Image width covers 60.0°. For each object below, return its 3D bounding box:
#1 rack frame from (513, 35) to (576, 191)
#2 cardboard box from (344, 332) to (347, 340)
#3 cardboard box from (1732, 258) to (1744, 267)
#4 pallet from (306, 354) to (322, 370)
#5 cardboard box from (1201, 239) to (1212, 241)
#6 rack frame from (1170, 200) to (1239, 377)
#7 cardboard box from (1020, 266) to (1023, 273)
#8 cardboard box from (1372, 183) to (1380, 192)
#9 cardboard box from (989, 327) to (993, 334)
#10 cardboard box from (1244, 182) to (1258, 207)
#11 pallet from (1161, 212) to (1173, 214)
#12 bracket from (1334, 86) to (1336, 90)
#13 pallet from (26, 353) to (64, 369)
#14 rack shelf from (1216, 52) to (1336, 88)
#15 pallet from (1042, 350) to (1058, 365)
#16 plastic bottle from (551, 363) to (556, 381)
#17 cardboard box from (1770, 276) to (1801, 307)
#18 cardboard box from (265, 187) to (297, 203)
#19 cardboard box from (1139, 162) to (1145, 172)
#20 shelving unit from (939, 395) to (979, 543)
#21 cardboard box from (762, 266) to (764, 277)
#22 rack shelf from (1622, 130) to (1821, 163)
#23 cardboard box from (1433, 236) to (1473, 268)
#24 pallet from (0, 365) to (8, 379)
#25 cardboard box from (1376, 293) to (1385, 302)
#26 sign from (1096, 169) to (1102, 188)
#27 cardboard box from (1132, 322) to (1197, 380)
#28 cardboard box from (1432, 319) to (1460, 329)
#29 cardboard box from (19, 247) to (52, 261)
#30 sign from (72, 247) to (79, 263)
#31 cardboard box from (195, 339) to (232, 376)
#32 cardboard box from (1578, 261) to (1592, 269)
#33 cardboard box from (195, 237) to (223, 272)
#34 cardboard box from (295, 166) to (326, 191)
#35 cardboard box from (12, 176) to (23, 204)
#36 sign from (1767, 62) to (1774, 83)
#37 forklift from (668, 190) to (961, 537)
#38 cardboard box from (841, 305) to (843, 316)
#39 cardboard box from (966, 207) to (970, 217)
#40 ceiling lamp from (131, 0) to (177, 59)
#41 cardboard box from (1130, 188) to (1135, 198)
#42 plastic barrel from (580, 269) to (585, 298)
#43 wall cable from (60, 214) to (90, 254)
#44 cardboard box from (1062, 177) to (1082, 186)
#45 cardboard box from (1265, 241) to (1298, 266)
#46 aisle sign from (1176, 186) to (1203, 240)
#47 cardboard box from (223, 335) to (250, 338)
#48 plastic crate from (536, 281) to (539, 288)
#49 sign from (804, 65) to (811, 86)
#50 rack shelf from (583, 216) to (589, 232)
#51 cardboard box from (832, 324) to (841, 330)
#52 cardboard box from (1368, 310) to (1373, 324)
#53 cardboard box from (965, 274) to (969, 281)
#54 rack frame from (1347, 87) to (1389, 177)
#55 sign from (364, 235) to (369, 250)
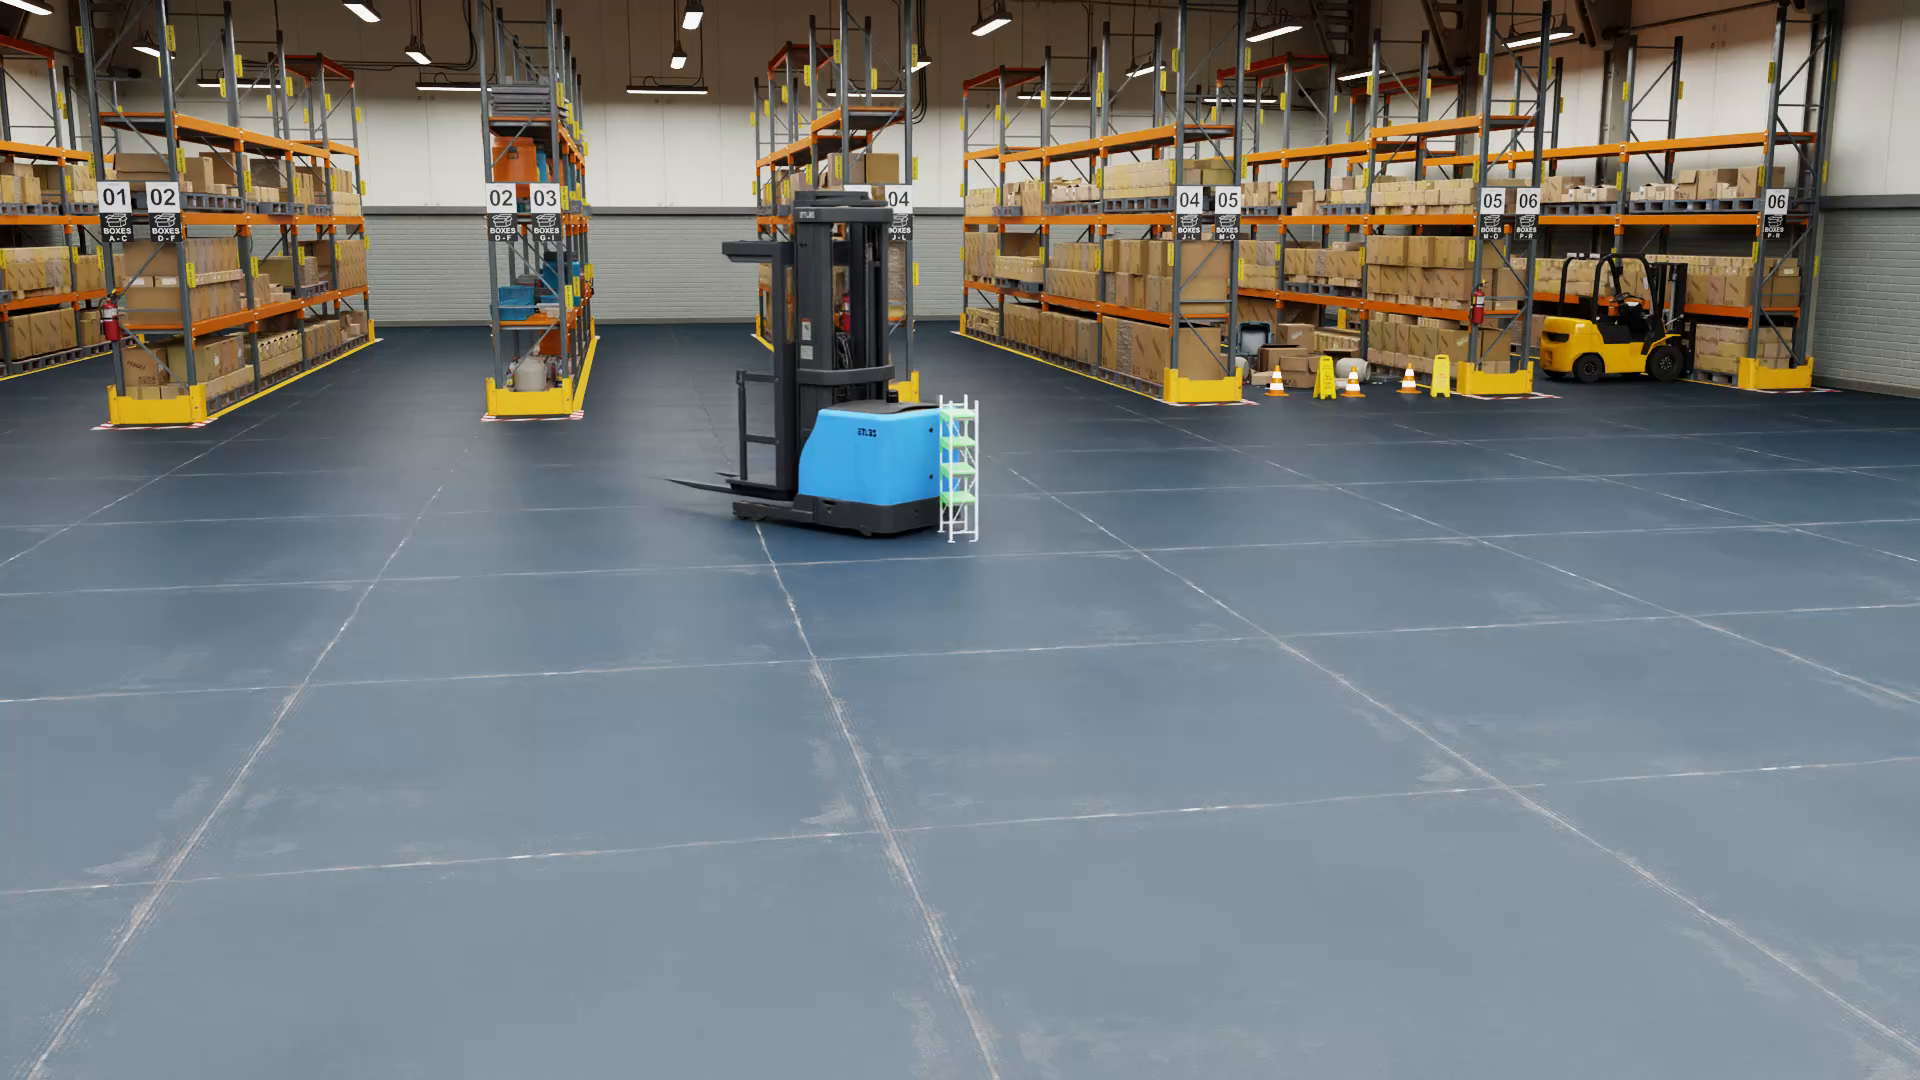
[{"bbox_3d":[-7.603,-7.679,30.476,1.000,3.000,0.127,-2,11,-11],"label":"rack frame"},{"bbox_3d":[-13.288,-4.354,35.450,0.380,0.166,0.250,-2,11,-11],"label":"cardboard box"},{"bbox_3d":[13.045,-4.603,27.559,0.380,0.149,0.250,-2,11,-11],"label":"cardboard box"},{"bbox_3d":[-12.571,-3.321,31.082,1.003,0.211,1.213,-2,11,-11],"label":"pallet"},{"bbox_3d":[5.835,-6.623,38.031,0.500,0.500,0.500,-2,11,-11],"label":"cardboard box"},{"bbox_3d":[3.696,-3.607,25.125,1.000,3.000,0.127,-2,11,-11],"label":"rack frame"},{"bbox_3d":[1.442,-5.520,33.930,0.380,0.149,0.250,-2,11,-11],"label":"cardboard box"},{"bbox_3d":[7.495,-6.211,29.325,0.380,0.149,0.250,-2,11,-12],"label":"cardboard box"},{"bbox_3d":[0.868,-4.770,37.737,0.380,0.149,0.250,-2,11,-13],"label":"cardboard box"},{"bbox_3d":[6.348,-7.314,35.191,0.500,0.500,0.500,-2,11,-10],"label":"cardboard box"},{"bbox_3d":[5.574,-8.034,40.601,1.003,0.211,1.213,-2,11,-11],"label":"pallet"},{"bbox_3d":[10.219,-12.227,44.743,0.235,0.232,0.430,-2,11,-11],"label":"bracket"},{"bbox_3d":[-17.635,-3.373,31.352,1.003,0.211,1.213,-2,11,-11],"label":"pallet"},{"bbox_3d":[6.587,-9.866,35.000,1.077,0.370,4.000,-2,11,-11],"label":"rack shelf"},{"bbox_3d":[2.219,-3.557,32.321,1.003,0.211,1.213,-2,11,-11],"label":"pallet"},{"bbox_3d":[-6.394,-2.644,26.156,0.061,0.283,0.133,-2,11,-11],"label":"plastic bottle"},{"bbox_3d":[13.576,-4.137,27.641,0.500,0.500,0.500,-2,11,-9],"label":"cardboard box"},{"bbox_3d":[-12.581,-6.154,30.219,0.910,0.500,0.500,-2,11,-11],"label":"cardboard box"},{"bbox_3d":[3.050,-5.887,26.230,0.380,0.149,0.250,-2,11,-12],"label":"cardboard box"},{"bbox_3d":[-0.012,-0.616,14.224,0.258,1.200,0.503,-2,11,-10],"label":"shelving unit"},{"bbox_3d":[-4.271,-6.167,38.180,0.500,0.250,0.500,-2,11,-13],"label":"cardboard box"},{"bbox_3d":[13.011,-6.751,28.591,1.077,0.370,4.000,-2,11,-11],"label":"rack shelf"},{"bbox_3d":[8.127,-4.671,26.977,0.700,0.500,0.500,-2,11,-10],"label":"cardboard box"},{"bbox_3d":[-17.171,-2.859,28.652,1.003,0.211,1.213,-2,11,-11],"label":"pallet"},{"bbox_3d":[7.600,-4.302,29.448,0.380,0.149,0.250,-2,11,-9],"label":"cardboard box"},{"bbox_3d":[2.387,-6.201,28.508,0.100,0.325,0.005,-2,11,-11],"label":"sign"},{"bbox_3d":[3.326,-3.053,26.773,0.875,0.875,0.875,-2,11,-12],"label":"cardboard box"},{"bbox_3d":[7.983,-3.550,27.318,0.380,0.149,0.250,-2,11,-9],"label":"cardboard box"},{"bbox_3d":[-17.568,-5.415,31.502,0.500,0.250,0.500,-2,11,-10],"label":"cardboard box"},{"bbox_3d":[-17.569,-5.657,33.011,0.100,0.325,0.005,-2,11,-11],"label":"sign"},{"bbox_3d":[-11.082,-2.691,24.539,0.500,0.500,0.500,-2,11,-11],"label":"cardboard box"},{"bbox_3d":[12.092,-5.280,31.911,0.380,0.149,0.250,-2,11,-13],"label":"cardboard box"},{"bbox_3d":[-11.396,-4.240,24.714,0.700,0.500,0.500,-2,11,-11],"label":"cardboard box"},{"bbox_3d":[-13.373,-7.388,34.027,0.700,0.500,0.500,-2,11,-11],"label":"cardboard box"},{"bbox_3d":[-17.830,-6.485,30.780,0.700,0.500,0.500,-2,11,-11],"label":"cardboard box"},{"bbox_3d":[12.865,-7.414,26.375,0.100,0.325,0.005,-2,11,-11],"label":"sign"},{"bbox_3d":[-1.447,-1.672,15.140,3.031,2.935,1.130,9,14,39],"label":"forklift"},{"bbox_3d":[-1.594,-3.456,25.006,0.380,0.149,0.250,-2,11,-11],"label":"cardboard box"},{"bbox_3d":[0.420,-7.850,39.795,0.500,0.250,0.500,-2,11,-9],"label":"cardboard box"},{"bbox_3d":[-15.185,-10.869,31.624,0.800,3.185,2.000,-2,11,-11],"label":"ceiling lamp"},{"bbox_3d":[2.951,-5.588,26.792,0.380,0.149,0.250,-2,11,-10],"label":"cardboard box"},{"bbox_3d":[-7.216,-4.725,30.635,0.600,0.536,0.708,-2,11,-11],"label":"plastic barrel"},{"bbox_3d":[-20.054,-6.539,37.811,0.084,1.984,1.851,-2,11,-11],"label":"wall cable"},{"bbox_3d":[2.231,-7.152,33.412,0.396,0.266,0.258,-2,11,-11],"label":"cardboard box"},{"bbox_3d":[6.619,-5.898,34.222,0.500,0.500,0.500,-2,11,-13],"label":"cardboard box"},{"bbox_3d":[3.415,-4.860,24.756,0.394,0.787,0.004,-2,11,-11],"label":"aisle sign"},{"bbox_3d":[-12.442,-3.387,28.703,0.500,0.311,0.500,-2,11,-13],"label":"cardboard box"},{"bbox_3d":[-7.345,-4.182,28.188,0.392,0.384,0.575,-2,11,-11],"label":"plastic crate"},{"bbox_3d":[-2.510,-7.641,27.354,0.100,0.325,0.005,-2,11,-11],"label":"sign"},{"bbox_3d":[-8.770,-6.953,36.606,1.077,0.370,4.000,-2,11,-11],"label":"rack shelf"},{"bbox_3d":[-2.472,-4.050,30.957,0.500,0.250,0.500,-1,11,-5],"label":"cardboard box"},{"bbox_3d":[10.442,-5.626,41.294,0.700,0.500,0.500,-2,11,-9],"label":"cardboard box"},{"bbox_3d":[0.325,-6.347,40.191,0.380,0.149,0.250,-2,11,-11],"label":"cardboard box"},{"bbox_3d":[10.288,-9.868,41.977,1.000,3.000,0.127,-2,11,-11],"label":"rack frame"},{"bbox_3d":[-13.471,-6.761,37.752,0.100,0.325,0.005,-2,11,-11],"label":"sign"}]
